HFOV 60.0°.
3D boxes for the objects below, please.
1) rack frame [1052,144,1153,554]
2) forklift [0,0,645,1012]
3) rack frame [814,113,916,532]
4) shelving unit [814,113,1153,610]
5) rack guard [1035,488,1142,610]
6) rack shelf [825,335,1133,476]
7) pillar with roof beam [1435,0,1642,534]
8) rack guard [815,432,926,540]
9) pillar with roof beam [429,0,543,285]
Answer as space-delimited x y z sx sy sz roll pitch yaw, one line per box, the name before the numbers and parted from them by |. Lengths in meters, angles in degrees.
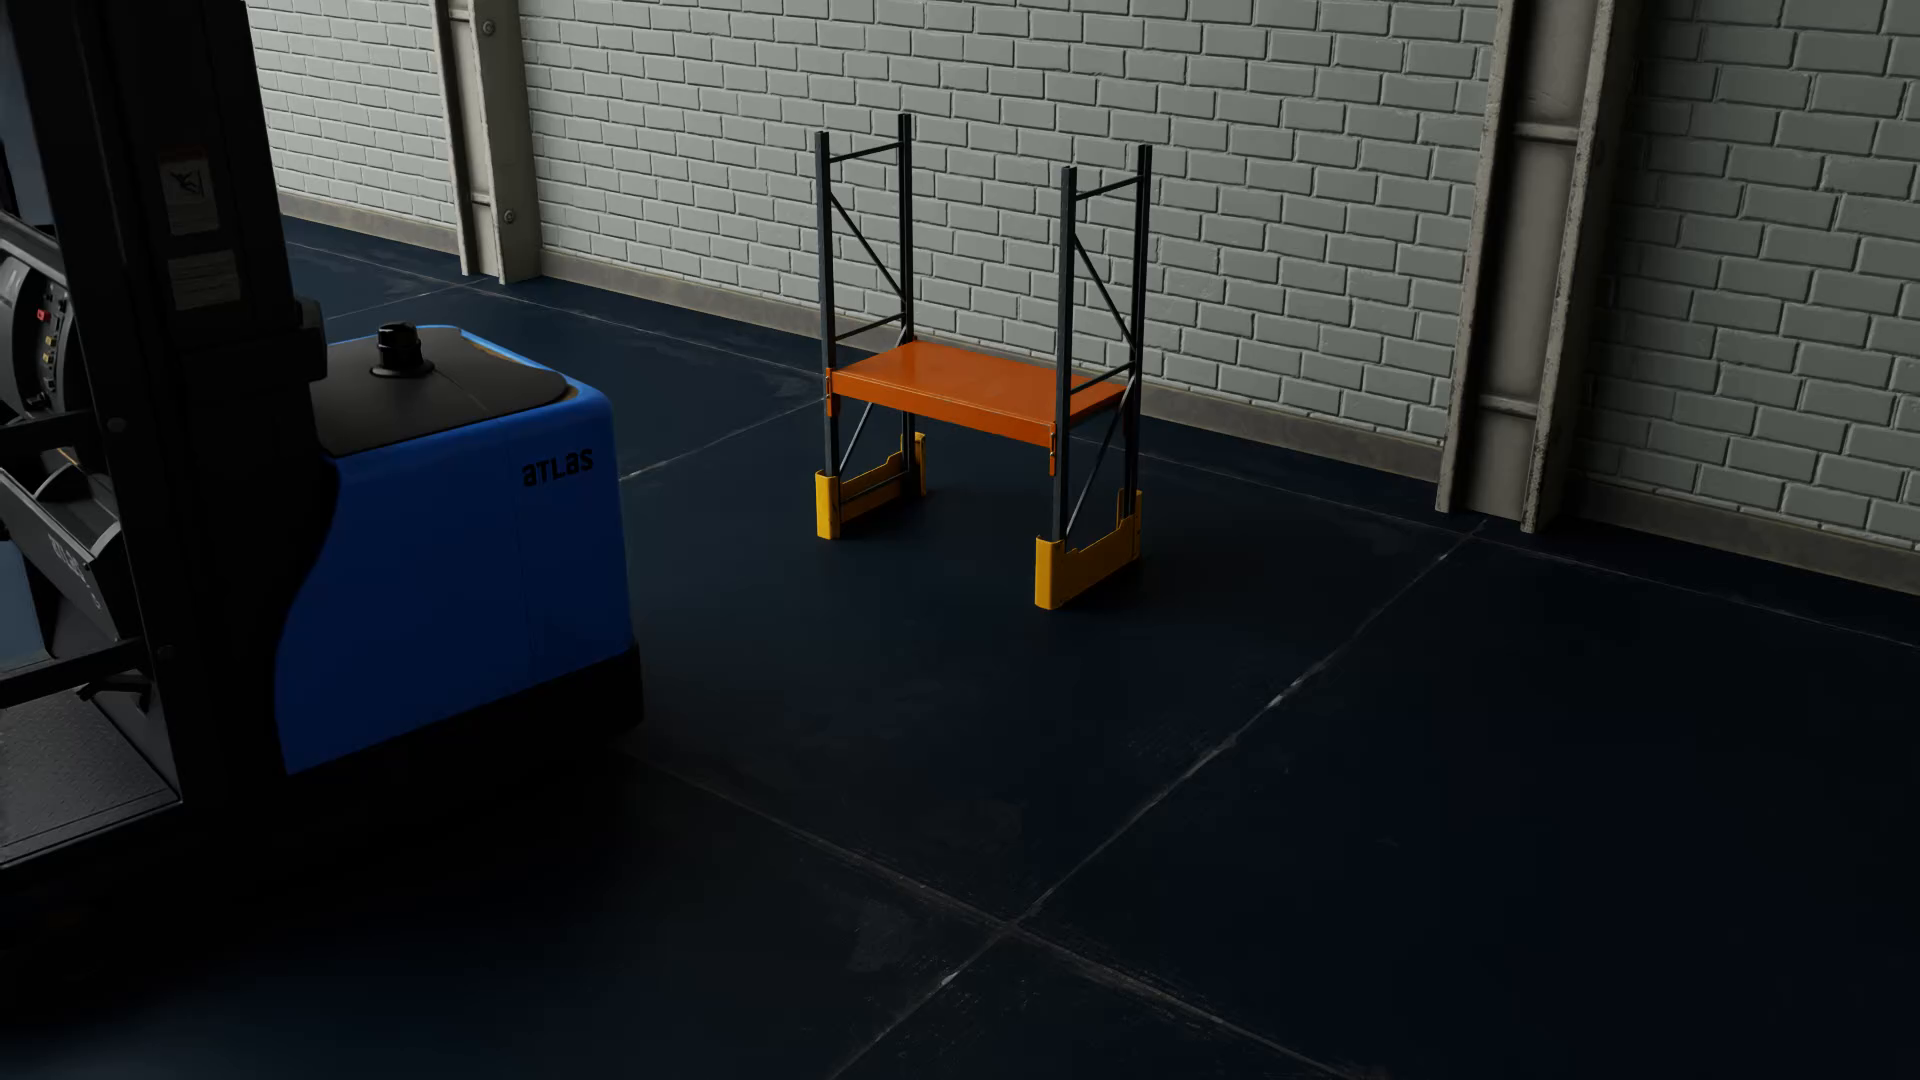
rack frame | 0.475 -0.543 5.622 0.032 1.500 0.500 17 29 33
forklift | -2.354 -0.494 3.736 3.031 2.935 1.130 -20 31 -38
rack frame | -0.339 -0.789 6.180 0.032 1.500 0.500 17 29 33
shelving unit | 0.061 -0.668 5.906 1.083 1.500 0.587 17 29 33
rack guard | 0.459 0.024 5.884 0.087 0.250 0.587 17 29 33
rack shelf | 0.068 -0.501 5.973 1.000 0.185 0.538 17 29 33
pillar with roof beam | -0.471 -2.848 1.554 0.400 9.000 9.100 17 29 33
rack guard | -0.338 -0.216 6.431 0.087 0.250 0.587 17 29 33
pillar with roof beam | -5.272 -4.299 4.847 0.400 9.000 9.100 17 29 33
